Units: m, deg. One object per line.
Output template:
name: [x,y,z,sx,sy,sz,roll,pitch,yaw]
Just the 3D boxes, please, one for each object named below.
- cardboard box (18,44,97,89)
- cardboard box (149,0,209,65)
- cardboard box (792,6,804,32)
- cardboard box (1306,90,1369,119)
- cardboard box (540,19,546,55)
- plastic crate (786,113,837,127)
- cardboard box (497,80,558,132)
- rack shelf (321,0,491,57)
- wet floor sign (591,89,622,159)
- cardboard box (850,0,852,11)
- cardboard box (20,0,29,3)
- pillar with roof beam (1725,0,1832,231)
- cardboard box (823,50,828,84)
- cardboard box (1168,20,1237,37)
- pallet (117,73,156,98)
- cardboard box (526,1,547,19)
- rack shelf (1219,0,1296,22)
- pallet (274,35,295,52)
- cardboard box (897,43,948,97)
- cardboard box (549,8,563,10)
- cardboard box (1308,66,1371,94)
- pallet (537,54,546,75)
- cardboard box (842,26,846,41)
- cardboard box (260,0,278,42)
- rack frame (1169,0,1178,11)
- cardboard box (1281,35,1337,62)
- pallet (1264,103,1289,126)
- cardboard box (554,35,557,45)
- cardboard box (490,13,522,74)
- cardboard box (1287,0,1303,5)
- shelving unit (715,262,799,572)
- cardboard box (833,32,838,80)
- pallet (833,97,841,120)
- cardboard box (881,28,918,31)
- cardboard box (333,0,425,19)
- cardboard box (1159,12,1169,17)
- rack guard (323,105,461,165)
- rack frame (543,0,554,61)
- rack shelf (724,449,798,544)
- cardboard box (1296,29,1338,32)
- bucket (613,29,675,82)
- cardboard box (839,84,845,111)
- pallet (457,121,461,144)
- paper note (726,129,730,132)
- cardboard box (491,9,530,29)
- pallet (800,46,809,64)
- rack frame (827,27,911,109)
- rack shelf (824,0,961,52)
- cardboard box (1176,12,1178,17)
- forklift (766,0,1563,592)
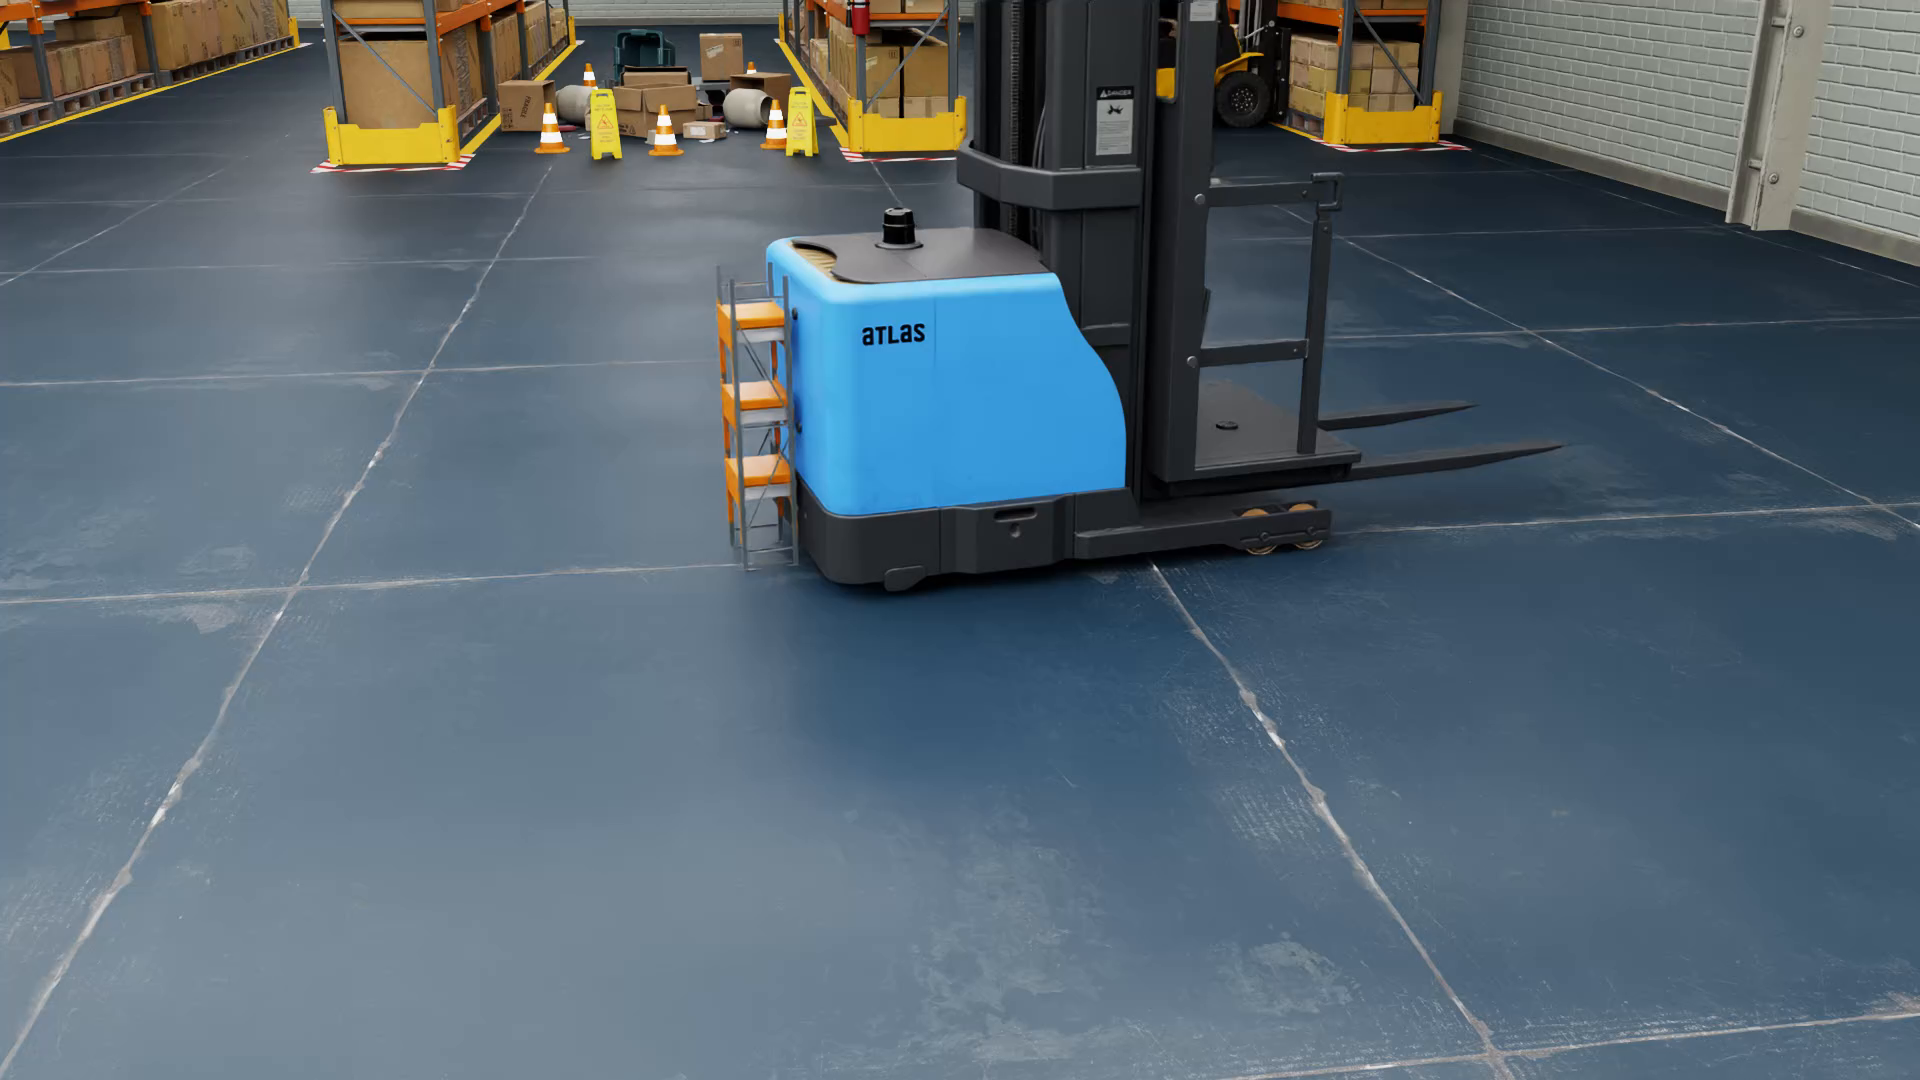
cardboard box: [-11.103,-5.821,20.457,0.700,0.500,0.500,-5,21,-12]
cardboard box: [-11.681,-7.347,24.038,1.225,0.875,0.875,-3,21,-8]
cardboard box: [-2.634,-9.640,30.800,0.875,0.438,0.875,-4,21,-10]
cardboard box: [4.010,-4.634,17.666,0.500,0.250,0.500,-3,21,-7]
cardboard box: [-6.705,-7.802,25.790,0.500,0.500,0.500,-3,21,-9]
plastic crate: [-1.683,-4.759,18.844,0.402,0.080,0.583,-11,23,-26]
cardboard box: [-4.742,-4.772,18.274,0.500,0.500,0.500,1,20,2]
rack shelf: [-5.693,-5.398,17.409,1.077,0.370,4.000,-3,21,-8]
wet floor sign: [-3.442,-4.029,16.082,0.267,0.644,0.232,-7,21,-17]
cardboard box: [-0.933,-5.410,16.773,0.380,0.149,0.250,-3,21,-8]
cardboard box: [-10.583,-6.035,18.446,0.380,0.149,0.250,-3,21,-8]
pillar with roof beam: [1.786,-6.381,10.439,9.100,9.000,0.400,-3,21,-8]
cardboard box: [-1.283,-6.108,21.438,0.950,0.372,0.625,-2,21,-4]
cardboard box: [3.415,-6.990,23.439,0.875,0.625,0.625,-2,21,-6]
pallet: [-11.370,-6.020,22.033,1.003,0.211,1.213,-3,21,-8]
cardboard box: [-6.777,-8.329,26.130,0.500,0.250,0.500,-3,21,-9]
rack shelf: [3.525,-7.319,22.553,1.077,0.370,4.000,-3,21,-8]
pallet: [-12.442,-8.788,29.443,1.003,0.211,1.213,-3,21,-8]
cardboard box: [-0.368,-4.888,17.275,0.500,0.500,0.500,-4,21,-10]
cardboard box: [-7.385,-9.551,30.126,0.380,0.149,0.250,-3,21,-7]
cardboard box: [4.010,-4.874,17.594,0.500,0.250,0.500,-3,21,-8]
pallet: [-6.842,-7.198,25.187,1.003,0.211,1.213,-3,21,-8]
cardboard box: [-1.047,-5.366,17.627,0.380,0.149,0.250,-3,21,-7]
cardboard box: [-12.332,-9.036,28.558,0.875,0.875,0.875,-3,21,-8]
rack frame: [3.237,-8.348,24.281,1.000,3.000,0.127,-3,21,-8]
cardboard box: [3.853,-5.450,18.422,0.500,0.250,0.500,-3,21,-7]
pallet: [4.066,-4.957,19.185,1.003,0.211,1.213,-3,21,-8]
cardboard box: [-6.908,-8.293,27.606,0.380,0.149,0.250,-2,21,-6]
cardboard box: [-6.560,-6.740,22.589,1.050,0.750,0.750,-3,21,-8]
cardboard box: [3.919,-6.140,18.226,0.500,0.500,0.500,-3,21,-9]
shelving unit: [-0.714,-0.430,5.866,0.215,1.050,0.252,-7,21,-17]
cardboard box: [-1.191,-5.569,19.098,0.500,0.500,0.500,-2,21,-6]
pallet: [-0.966,-5.175,19.770,1.003,0.211,1.213,-3,21,-8]
cardboard box: [-0.747,-5.781,19.664,0.500,0.500,0.500,-3,21,-9]
cardboard box: [-5.503,-5.239,15.741,0.875,0.550,0.550,-3,21,-8]
cardboard box: [2.915,-7.836,24.955,0.380,0.149,0.250,-4,21,-10]
rack guard: [-5.402,-3.863,15.845,1.175,0.500,0.348,-3,21,-8]
rack frame: [-7.135,-9.197,26.554,1.000,3.000,0.127,-3,21,-8]
rack shelf: [-0.713,-0.160,5.967,0.215,0.259,0.240,-7,21,-17]
cardboard box: [4.223,-5.829,19.438,0.500,0.250,0.500,-3,21,-7]
bucket: [-3.681,-5.675,19.630,0.726,0.611,0.620,4,11,11]
cardboard box: [-1.052,-4.863,18.278,0.500,0.250,0.500,-4,21,-10]
pallet: [-5.598,-4.009,16.648,1.003,0.211,1.213,-3,21,-8]
paper note: [-2.601,-4.459,18.128,0.148,0.019,0.142,4,21,11]
cardboard box: [-6.418,-7.440,23.750,0.500,0.250,0.500,-4,21,-10]
pallet: [-2.065,-7.912,27.098,1.003,0.211,1.213,-3,21,-8]
rack frame: [-1.098,-6.712,19.900,1.000,3.000,0.127,-3,21,-8]
rack shelf: [-0.810,-5.682,18.171,1.077,0.370,4.000,-3,21,-8]
cardboard box: [3.470,-7.874,25.057,0.380,0.149,0.250,-2,21,-5]
forklift: [0.848,-1.485,6.003,3.031,2.935,1.130,-7,21,-17]
